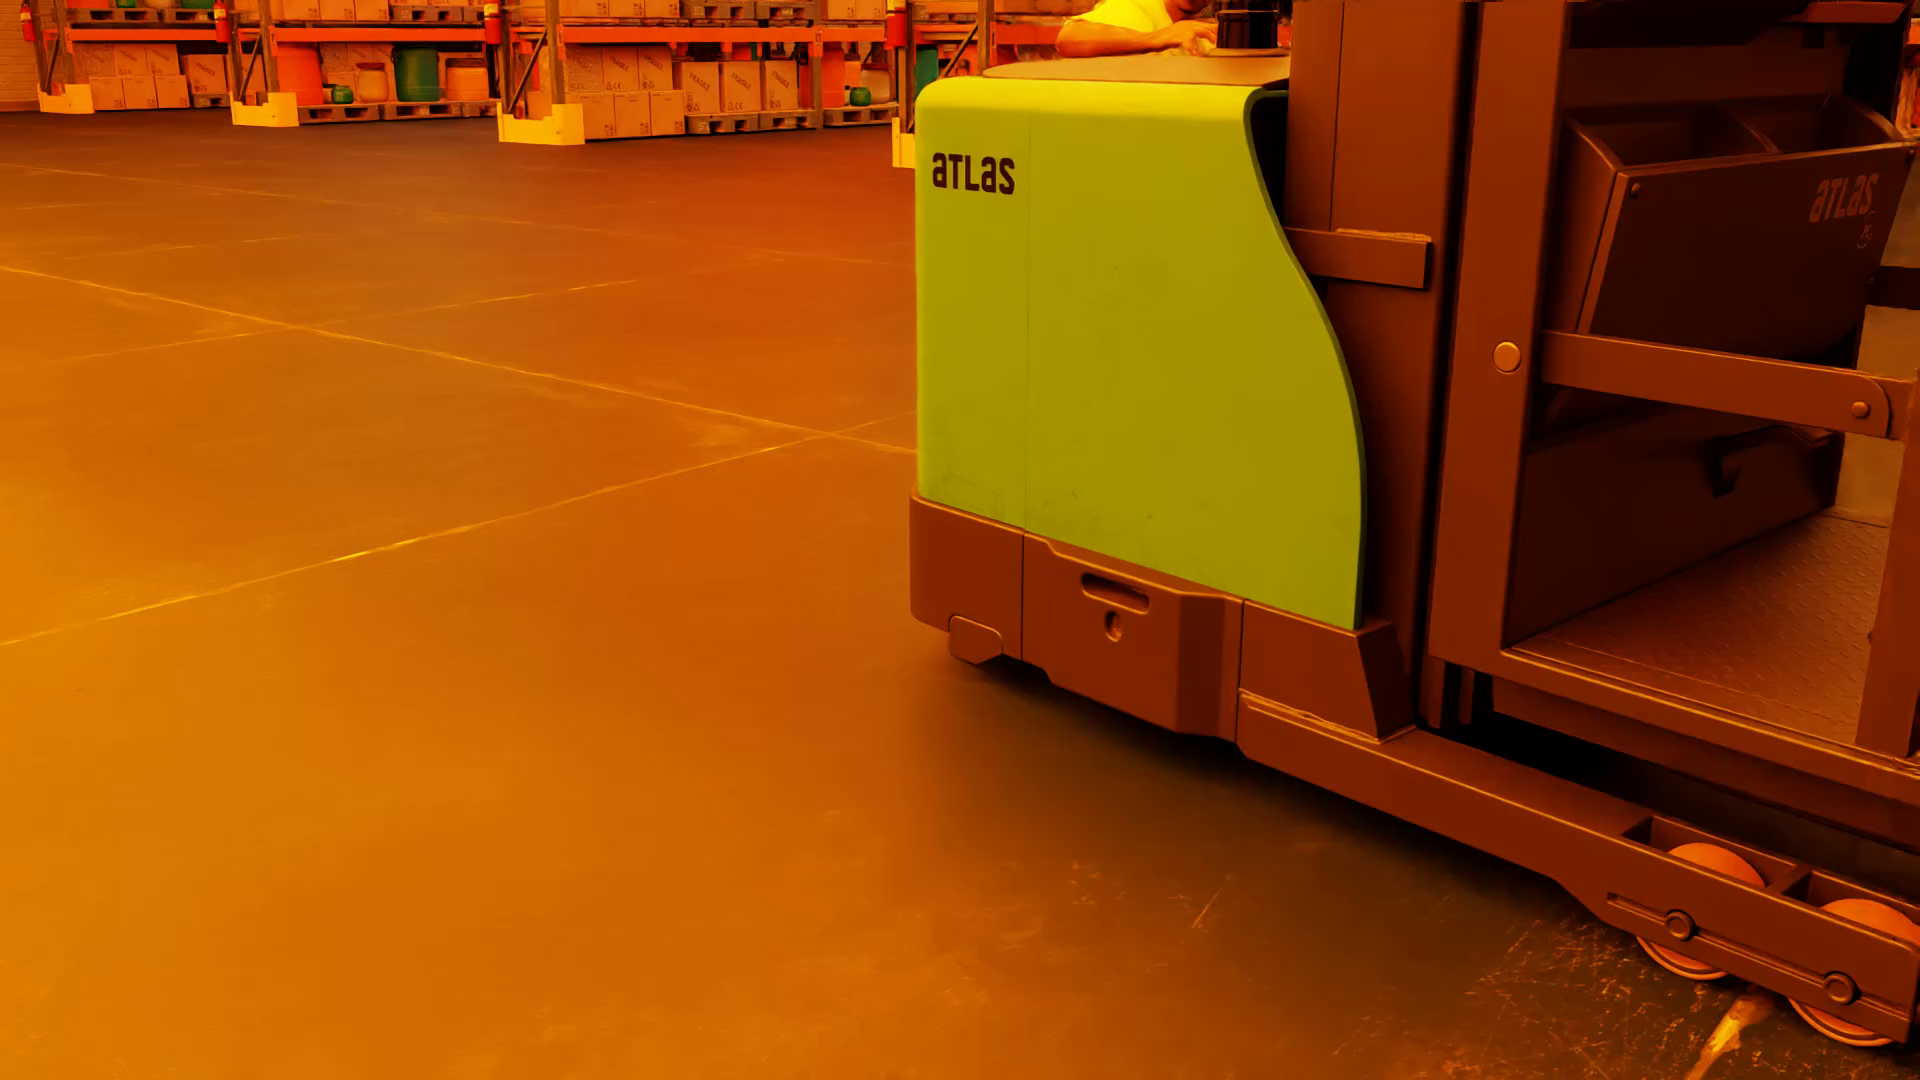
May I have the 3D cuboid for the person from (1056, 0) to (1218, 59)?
[{"bbox_3d":[0.682,-0.923,4.447,1.139,1.498,0.880,0,17,1],"label":"person"}]

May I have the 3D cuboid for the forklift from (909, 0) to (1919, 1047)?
[{"bbox_3d":[1.258,-0.971,2.094,1.130,2.935,3.031,-14,22,-39],"label":"forklift"}]
